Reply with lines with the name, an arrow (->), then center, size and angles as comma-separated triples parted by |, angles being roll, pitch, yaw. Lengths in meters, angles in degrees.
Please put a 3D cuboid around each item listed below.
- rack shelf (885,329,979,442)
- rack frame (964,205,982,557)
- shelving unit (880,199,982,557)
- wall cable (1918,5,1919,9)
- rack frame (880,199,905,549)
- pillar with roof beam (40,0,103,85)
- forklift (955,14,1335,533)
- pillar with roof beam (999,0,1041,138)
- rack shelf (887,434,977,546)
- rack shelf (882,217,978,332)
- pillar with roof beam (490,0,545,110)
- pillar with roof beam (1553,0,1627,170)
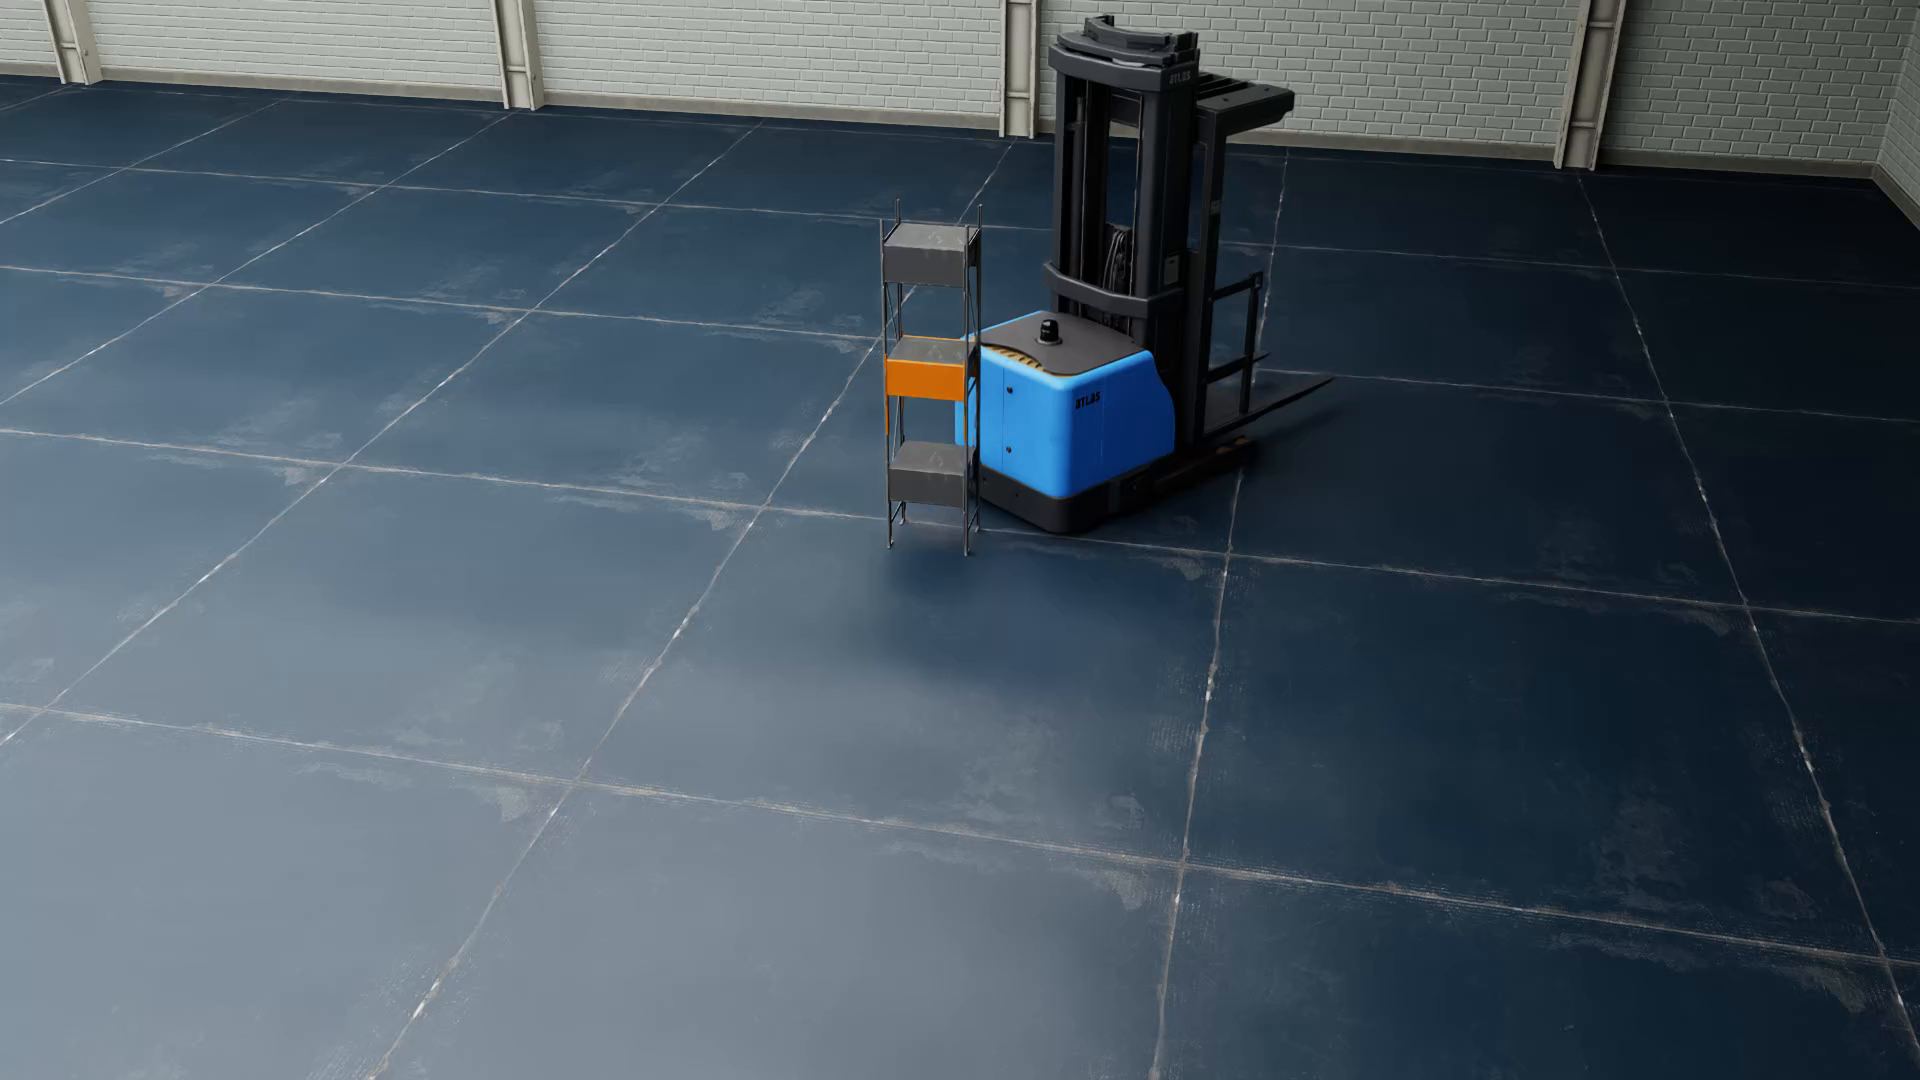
rack shelf -> -0.162, -0.926, 9.945 | 0.480, 0.518, 0.431 | 6, 29, 11
rack frame -> 0.077, -0.913, 9.893 | 0.015, 2.100, 0.400 | 6, 29, 11
shelving unit -> -0.162, -0.938, 9.938 | 0.503, 2.100, 0.431 | 6, 29, 11
wall cable -> 9.138, -5.656, 14.607 | 0.112, 2.526, 3.097 | 6, 29, 11
rack frame -> -0.401, -0.962, 9.983 | 0.015, 2.100, 0.400 | 6, 29, 11
pillar with roof beam -> -11.969, -7.718, 15.139 | 0.400, 9.000, 9.100 | 6, 29, 11
forklift -> 1.388, -1.918, 10.864 | 3.031, 2.935, 1.130 | -23, 36, -36
pillar with roof beam -> -0.233, -6.515, 12.941 | 0.400, 9.000, 9.100 | 6, 29, 11
rack shelf -> -0.162, -0.312, 10.281 | 0.480, 0.518, 0.431 | 6, 29, 11
rack shelf -> -0.162, -1.540, 9.609 | 0.480, 0.518, 0.431 | 6, 29, 11
pillar with roof beam -> -6.101, -7.116, 14.040 | 0.400, 9.000, 9.100 | 6, 29, 11
pillar with roof beam -> 5.634, -5.913, 11.842 | 0.400, 9.000, 9.100 | 6, 29, 11
